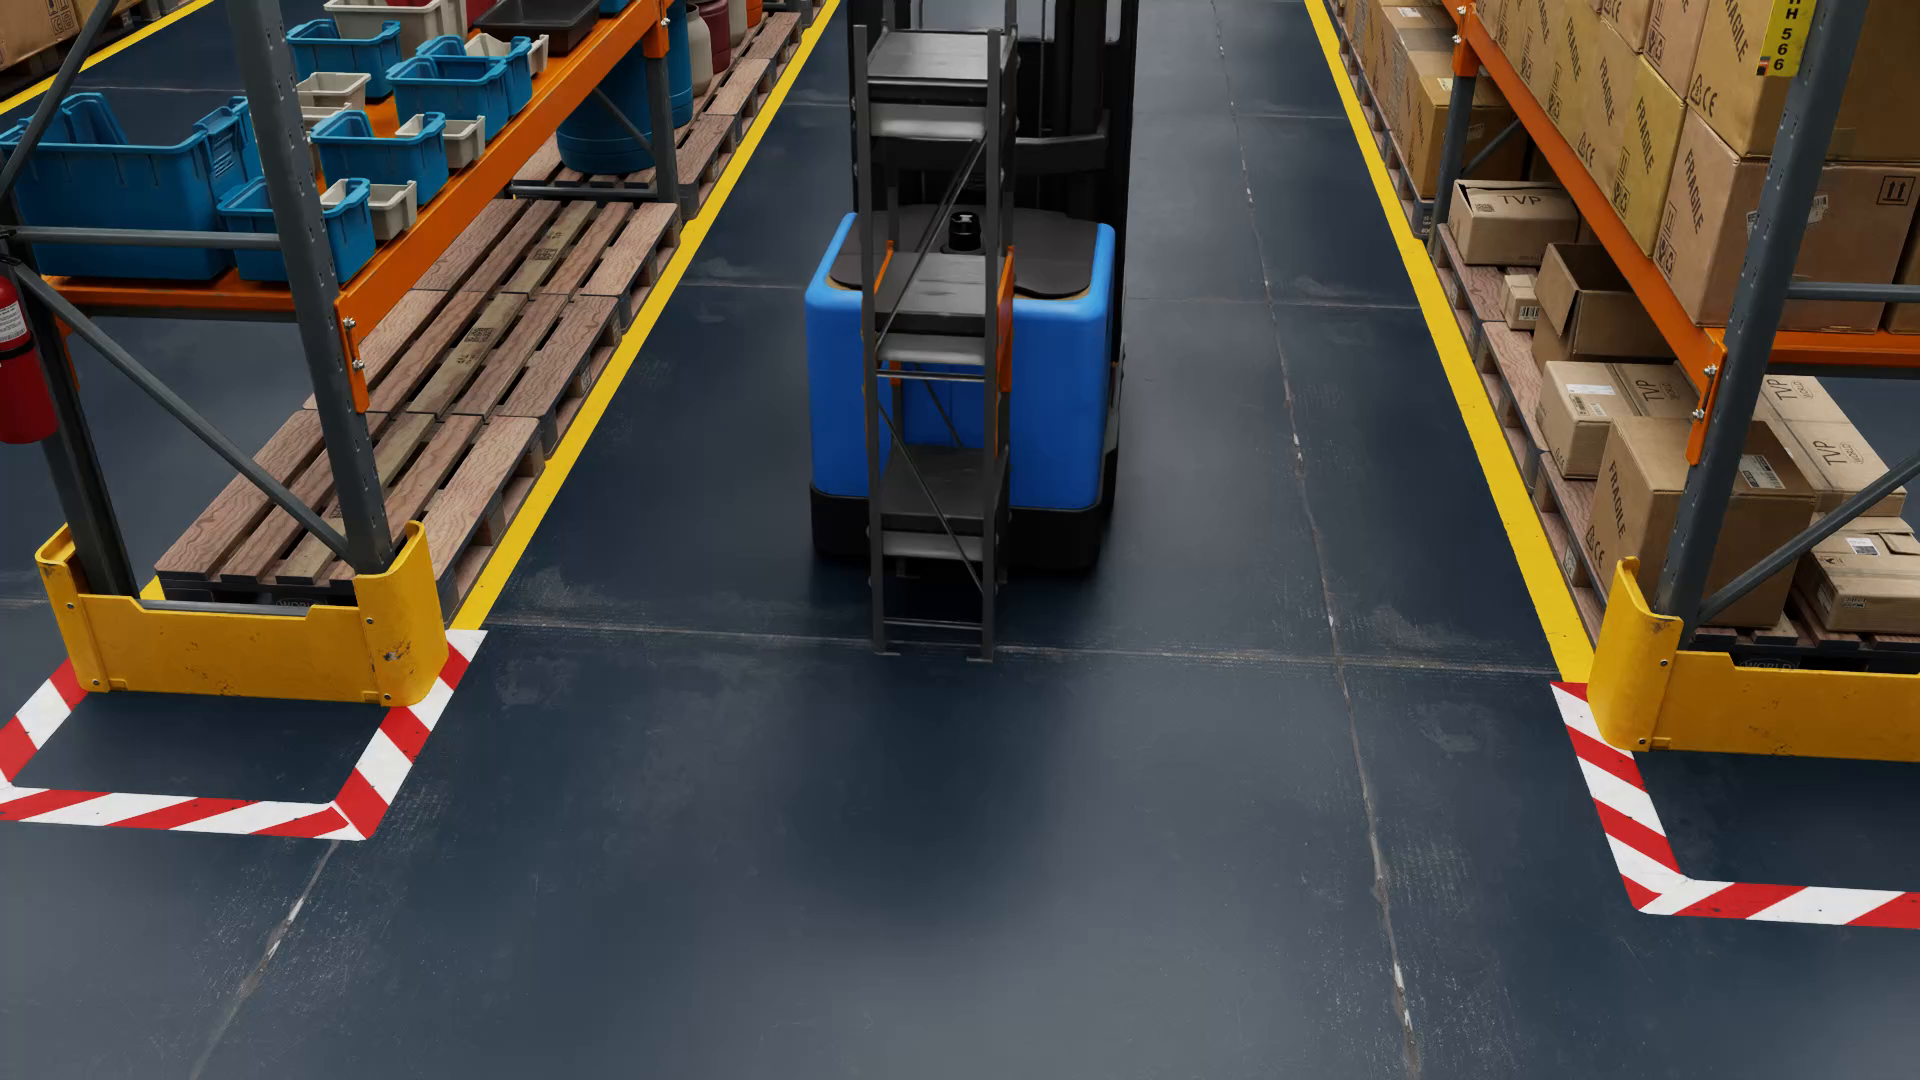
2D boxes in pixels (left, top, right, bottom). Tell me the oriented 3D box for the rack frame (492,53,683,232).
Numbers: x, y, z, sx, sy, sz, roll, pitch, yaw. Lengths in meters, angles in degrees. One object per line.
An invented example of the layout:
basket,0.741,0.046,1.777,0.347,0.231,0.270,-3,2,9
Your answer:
rack frame,-2.001,-2.953,8.183,1.000,3.000,0.127,2,32,4

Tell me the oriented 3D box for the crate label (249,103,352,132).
crate label,-2.404,-1.506,6.029,0.396,0.136,0.243,2,32,4

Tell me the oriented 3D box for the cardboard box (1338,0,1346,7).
cardboard box,3.061,-4.125,12.305,0.500,0.250,0.500,3,32,5

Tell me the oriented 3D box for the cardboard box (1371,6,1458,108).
cardboard box,2.819,-2.919,10.091,0.500,0.500,0.500,1,32,2

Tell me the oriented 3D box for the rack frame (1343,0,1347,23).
rack frame,3.261,-4.831,11.230,1.000,3.000,0.127,2,32,4

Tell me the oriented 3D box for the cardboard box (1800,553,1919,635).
cardboard box,2.987,0.174,5.406,0.380,0.149,0.250,2,32,4

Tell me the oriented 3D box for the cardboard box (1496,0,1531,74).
cardboard box,2.584,-2.259,6.962,0.500,0.500,0.500,3,32,5

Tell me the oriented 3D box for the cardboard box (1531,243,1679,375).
cardboard box,2.788,-0.881,6.781,0.797,0.503,0.637,2,32,4

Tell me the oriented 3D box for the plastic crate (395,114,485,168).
plastic crate,-1.814,-1.409,5.871,0.250,0.136,0.298,2,32,4

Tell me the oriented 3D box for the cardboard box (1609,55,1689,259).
cardboard box,2.414,-1.208,5.255,0.500,0.500,0.500,3,32,4

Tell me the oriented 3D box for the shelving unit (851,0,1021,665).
shelving unit,-0.060,-0.619,5.254,0.431,2.100,0.503,4,32,6

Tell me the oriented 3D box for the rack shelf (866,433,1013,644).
rack shelf,-0.060,-0.012,5.628,0.431,0.518,0.480,4,32,6

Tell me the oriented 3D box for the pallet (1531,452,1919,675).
pallet,2.680,0.083,5.915,1.003,0.211,1.213,2,32,4

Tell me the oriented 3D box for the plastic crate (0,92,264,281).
plastic crate,-2.485,-1.085,5.061,0.616,0.435,0.499,2,32,4

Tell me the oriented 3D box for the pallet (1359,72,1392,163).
pallet,3.061,-2.619,10.298,1.003,0.211,1.213,2,32,4

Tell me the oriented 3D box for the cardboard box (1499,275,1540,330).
cardboard box,2.626,-1.058,7.388,0.380,0.166,0.250,2,32,4

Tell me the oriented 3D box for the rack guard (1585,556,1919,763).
rack guard,2.616,0.377,5.162,1.175,0.500,0.348,2,32,4

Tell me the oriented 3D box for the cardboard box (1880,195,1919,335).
cardboard box,2.909,-0.911,4.774,0.500,0.500,0.500,3,32,5

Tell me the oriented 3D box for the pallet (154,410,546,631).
pallet,-2.221,-0.104,6.217,1.003,0.211,1.213,2,32,4

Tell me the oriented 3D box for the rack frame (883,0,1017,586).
rack frame,-0.031,-0.747,5.460,0.400,2.100,0.015,4,32,6

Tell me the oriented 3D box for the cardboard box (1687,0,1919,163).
cardboard box,2.372,-1.361,4.550,0.500,0.500,0.500,2,32,4

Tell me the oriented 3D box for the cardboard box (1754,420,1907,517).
cardboard box,2.978,-0.198,5.914,0.500,0.250,0.500,2,32,4

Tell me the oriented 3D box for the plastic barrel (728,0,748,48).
plastic barrel,-1.655,-3.609,11.217,0.421,0.512,0.421,0,32,0

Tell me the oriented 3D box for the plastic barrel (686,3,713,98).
plastic barrel,-1.747,-3.018,10.259,0.421,0.512,0.421,0,32,0

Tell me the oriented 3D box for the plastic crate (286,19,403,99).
plastic crate,-2.415,-1.900,6.577,0.416,0.233,0.300,2,32,4

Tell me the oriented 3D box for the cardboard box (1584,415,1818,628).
cardboard box,2.409,-0.066,5.461,0.500,0.500,0.500,2,32,4

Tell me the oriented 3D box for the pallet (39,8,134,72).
pallet,-6.751,-3.660,11.988,1.003,0.211,1.213,2,32,4

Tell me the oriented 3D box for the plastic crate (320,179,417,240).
plastic crate,-1.870,-1.054,5.295,0.250,0.136,0.298,2,32,4

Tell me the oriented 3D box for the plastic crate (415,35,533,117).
plastic crate,-1.847,-1.776,6.375,0.416,0.233,0.300,2,32,4

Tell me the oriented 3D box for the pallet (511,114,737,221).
pallet,-1.896,-2.168,9.566,1.003,0.211,1.213,2,32,4

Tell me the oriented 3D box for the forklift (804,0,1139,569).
forklift,0.150,-1.897,6.535,1.130,2.935,3.031,4,32,6

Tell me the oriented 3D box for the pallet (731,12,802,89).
pallet,-1.698,-3.443,11.636,1.003,0.211,1.213,2,32,4

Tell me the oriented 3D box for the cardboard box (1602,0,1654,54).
cardboard box,2.450,-1.896,5.419,0.500,0.500,0.500,3,32,5

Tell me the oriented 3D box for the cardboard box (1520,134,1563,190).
cardboard box,3.218,-2.105,8.770,0.500,0.500,0.500,1,32,2

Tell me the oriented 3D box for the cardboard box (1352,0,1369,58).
cardboard box,2.903,-3.454,10.959,0.500,0.500,0.500,1,32,2

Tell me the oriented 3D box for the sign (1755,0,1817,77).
sign,2.059,-1.309,4.111,0.100,0.325,0.005,2,32,4

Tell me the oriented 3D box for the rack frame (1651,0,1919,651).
rack frame,2.610,-0.648,4.442,1.000,3.000,0.127,2,32,4

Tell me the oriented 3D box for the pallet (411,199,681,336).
pallet,-2.022,-1.380,8.288,1.003,0.211,1.213,2,32,4

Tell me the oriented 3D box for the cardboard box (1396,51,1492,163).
cardboard box,2.739,-2.391,9.234,0.500,0.500,0.500,3,32,4

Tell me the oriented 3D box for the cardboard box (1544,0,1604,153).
cardboard box,2.501,-1.732,6.106,0.500,0.500,0.500,2,32,3

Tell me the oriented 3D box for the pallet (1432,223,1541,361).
pallet,2.879,-1.193,7.985,1.003,0.211,1.213,2,32,4

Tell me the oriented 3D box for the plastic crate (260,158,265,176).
plastic crate,-2.441,-1.209,5.546,0.396,0.136,0.243,2,32,4

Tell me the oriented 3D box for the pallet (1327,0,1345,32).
pallet,3.367,-4.073,12.657,1.003,0.211,1.213,2,32,4

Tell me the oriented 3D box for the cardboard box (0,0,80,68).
cardboard box,-6.769,-3.705,11.027,1.225,0.875,0.875,3,32,4

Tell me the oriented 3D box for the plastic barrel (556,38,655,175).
plastic barrel,-1.940,-2.522,9.083,0.600,0.901,0.708,2,32,4

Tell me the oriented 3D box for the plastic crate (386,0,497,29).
plastic crate,-2.324,-2.550,7.410,0.402,0.464,0.583,2,32,4

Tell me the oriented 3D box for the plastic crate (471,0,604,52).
plastic crate,-1.824,-2.265,7.271,0.437,0.125,0.590,2,32,4

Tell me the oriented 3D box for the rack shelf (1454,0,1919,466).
rack shelf,2.773,-1.387,6.328,1.077,0.370,4.000,2,32,4

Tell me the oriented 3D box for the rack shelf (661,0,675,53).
rack shelf,-1.838,-3.692,10.068,1.077,0.370,4.000,2,32,4
